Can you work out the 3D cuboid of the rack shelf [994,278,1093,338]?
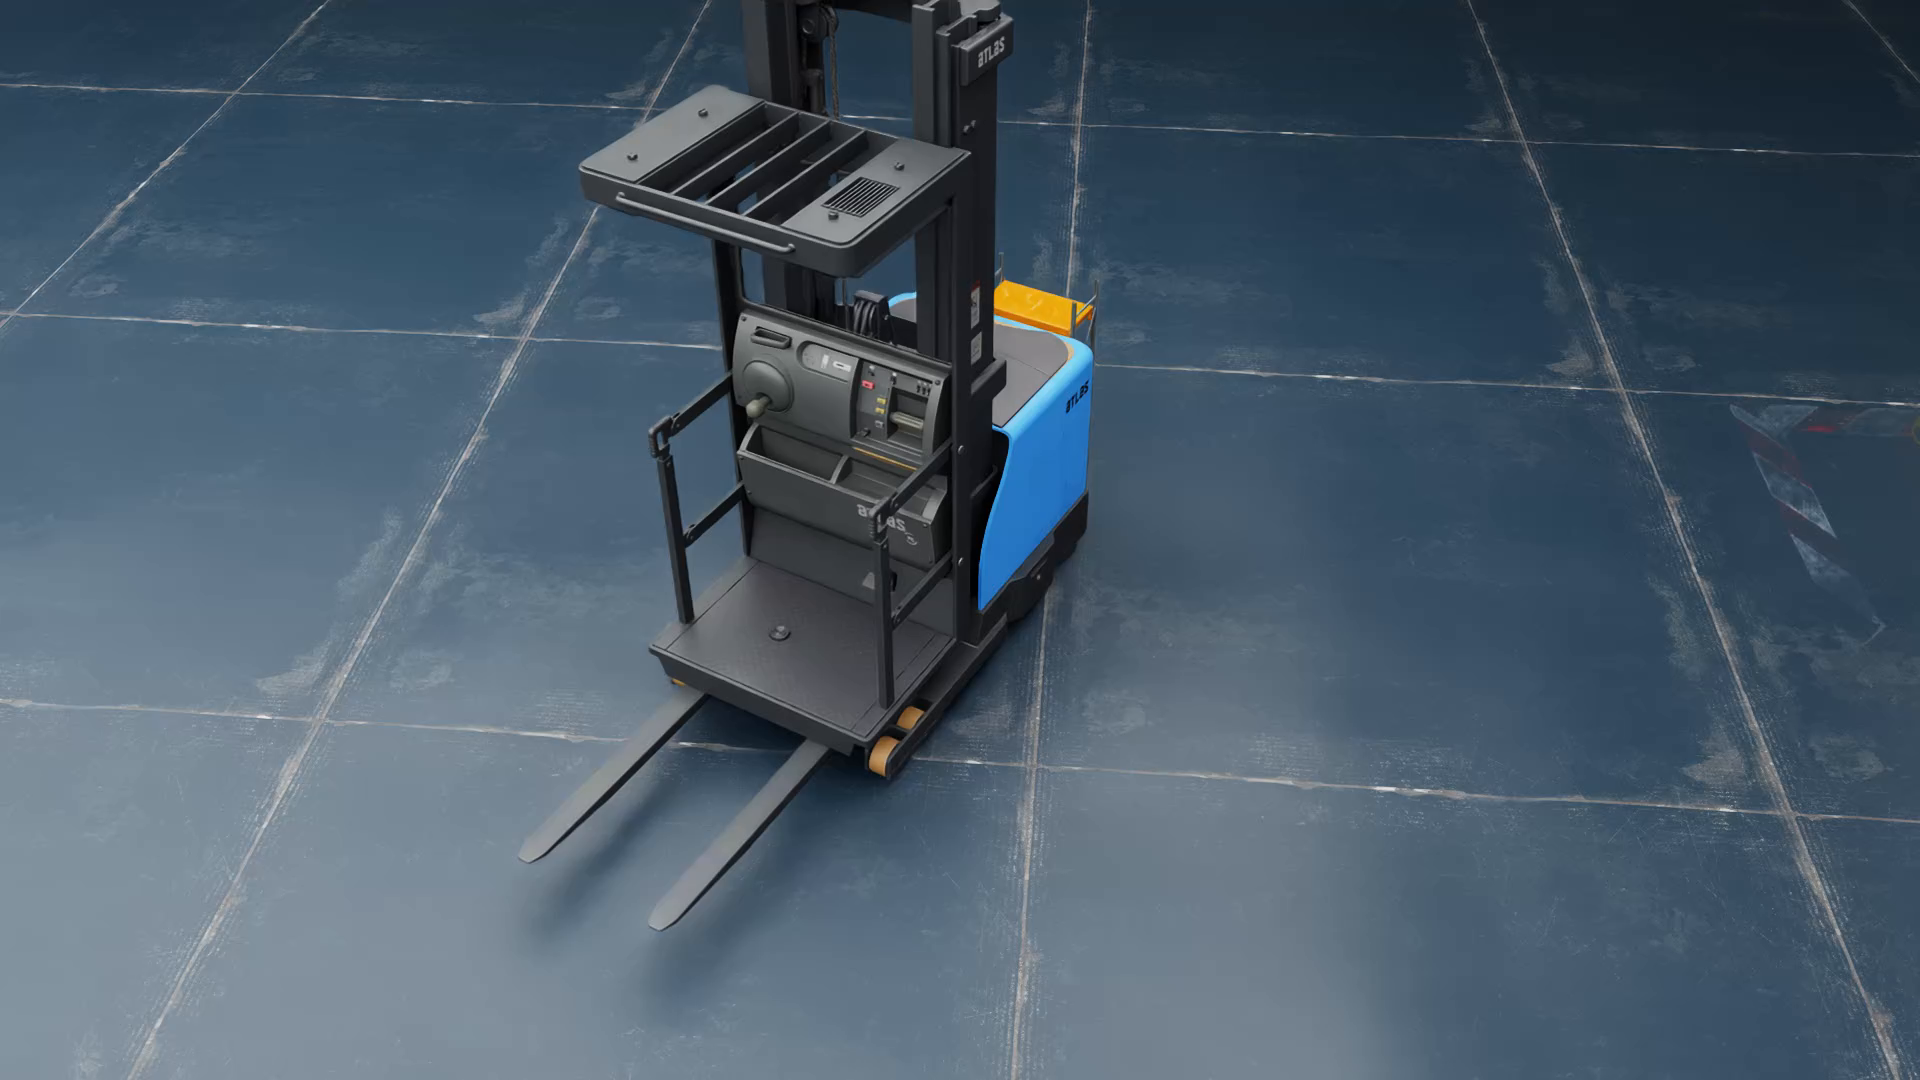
[{"bbox_3d":[0.347,-1.020,7.600,0.480,0.148,0.258,20,43,23],"label":"rack shelf"}]

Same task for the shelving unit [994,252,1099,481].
[{"bbox_3d":[0.346,-0.715,7.848,0.503,1.200,0.258,20,43,23],"label":"shelving unit"}]

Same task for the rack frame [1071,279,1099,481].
[{"bbox_3d":[0.557,-0.637,7.752,0.015,1.200,0.240,20,43,23],"label":"rack frame"}]

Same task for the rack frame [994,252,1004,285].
[{"bbox_3d":[0.136,-0.793,7.944,0.015,1.200,0.240,20,43,23],"label":"rack frame"}]

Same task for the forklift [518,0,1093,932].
[{"bbox_3d":[-0.580,-0.512,6.228,1.130,2.935,3.031,20,43,23],"label":"forklift"}]
